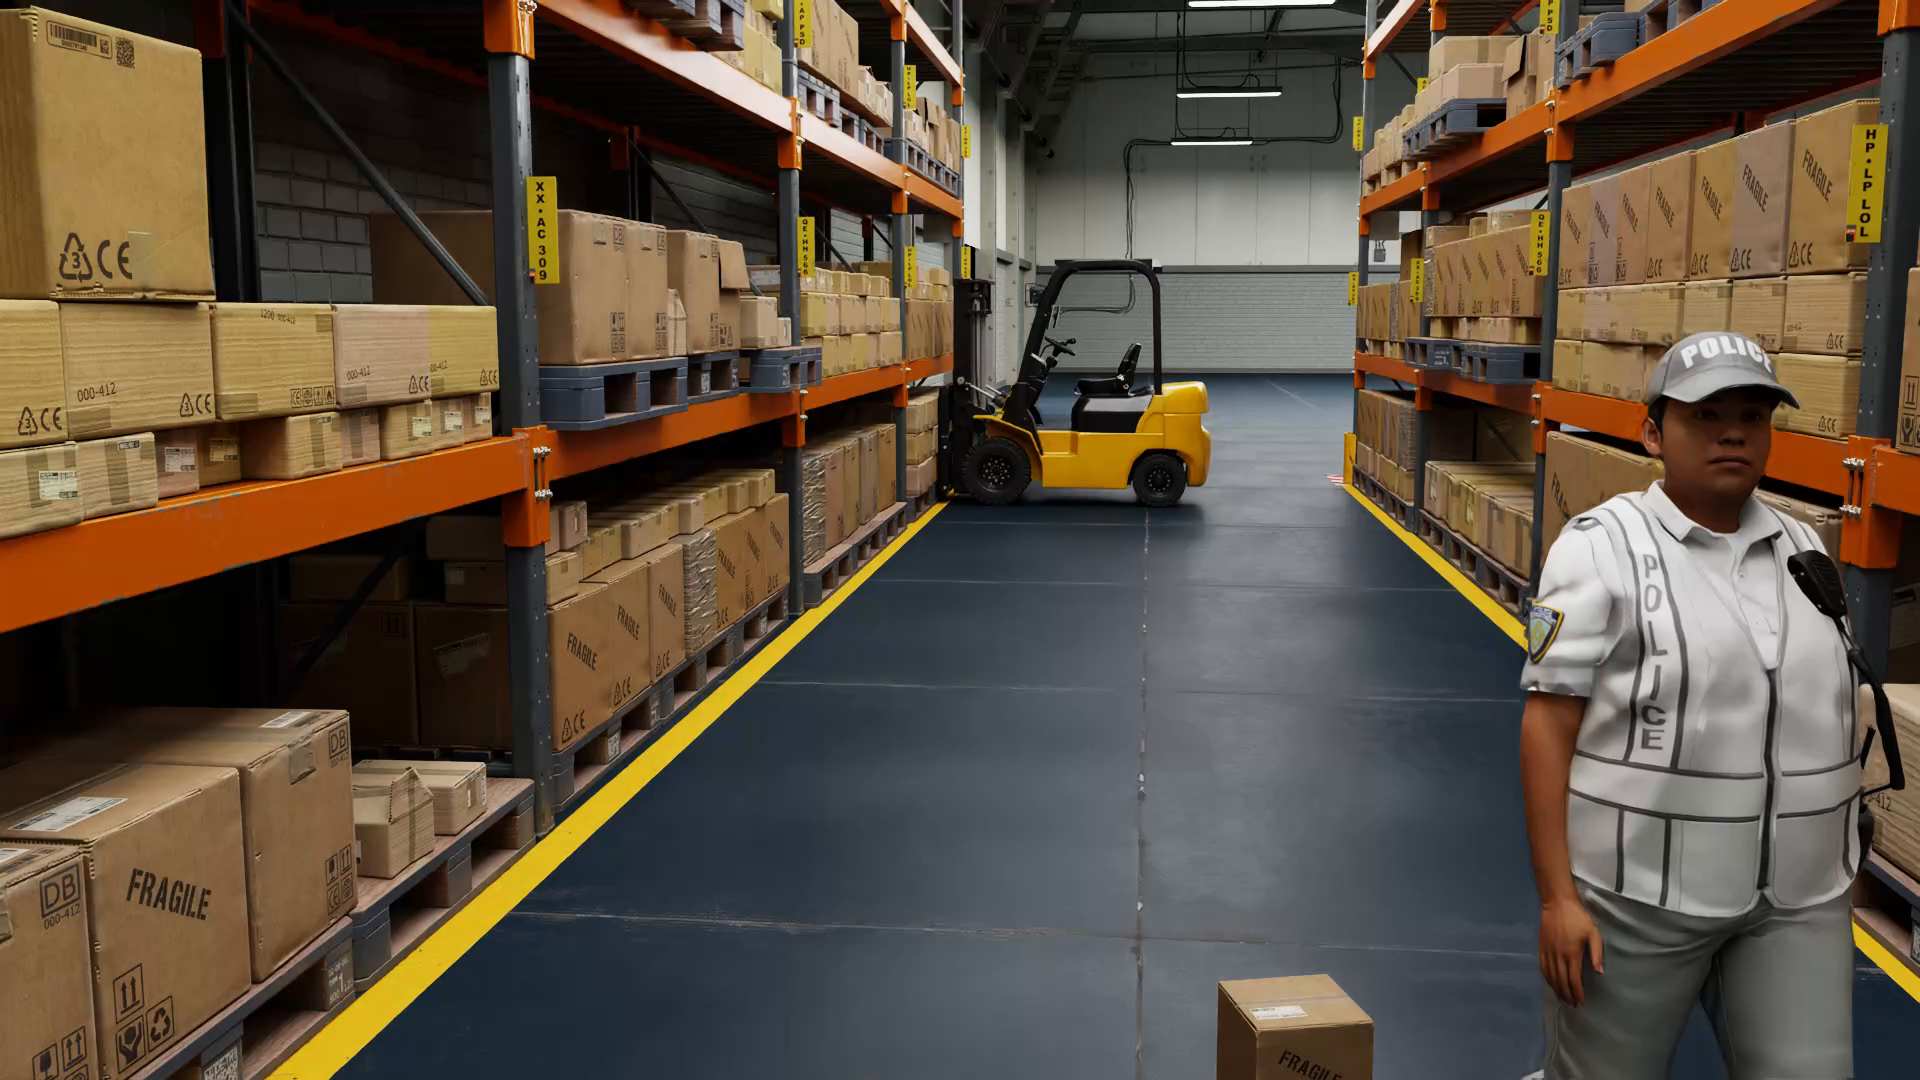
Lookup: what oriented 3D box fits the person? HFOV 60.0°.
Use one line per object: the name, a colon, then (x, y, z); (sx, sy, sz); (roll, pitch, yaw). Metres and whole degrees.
person: (1.076, 0.505, 2.504); (0.500, 1.627, 0.828); (-1, 8, -5)
